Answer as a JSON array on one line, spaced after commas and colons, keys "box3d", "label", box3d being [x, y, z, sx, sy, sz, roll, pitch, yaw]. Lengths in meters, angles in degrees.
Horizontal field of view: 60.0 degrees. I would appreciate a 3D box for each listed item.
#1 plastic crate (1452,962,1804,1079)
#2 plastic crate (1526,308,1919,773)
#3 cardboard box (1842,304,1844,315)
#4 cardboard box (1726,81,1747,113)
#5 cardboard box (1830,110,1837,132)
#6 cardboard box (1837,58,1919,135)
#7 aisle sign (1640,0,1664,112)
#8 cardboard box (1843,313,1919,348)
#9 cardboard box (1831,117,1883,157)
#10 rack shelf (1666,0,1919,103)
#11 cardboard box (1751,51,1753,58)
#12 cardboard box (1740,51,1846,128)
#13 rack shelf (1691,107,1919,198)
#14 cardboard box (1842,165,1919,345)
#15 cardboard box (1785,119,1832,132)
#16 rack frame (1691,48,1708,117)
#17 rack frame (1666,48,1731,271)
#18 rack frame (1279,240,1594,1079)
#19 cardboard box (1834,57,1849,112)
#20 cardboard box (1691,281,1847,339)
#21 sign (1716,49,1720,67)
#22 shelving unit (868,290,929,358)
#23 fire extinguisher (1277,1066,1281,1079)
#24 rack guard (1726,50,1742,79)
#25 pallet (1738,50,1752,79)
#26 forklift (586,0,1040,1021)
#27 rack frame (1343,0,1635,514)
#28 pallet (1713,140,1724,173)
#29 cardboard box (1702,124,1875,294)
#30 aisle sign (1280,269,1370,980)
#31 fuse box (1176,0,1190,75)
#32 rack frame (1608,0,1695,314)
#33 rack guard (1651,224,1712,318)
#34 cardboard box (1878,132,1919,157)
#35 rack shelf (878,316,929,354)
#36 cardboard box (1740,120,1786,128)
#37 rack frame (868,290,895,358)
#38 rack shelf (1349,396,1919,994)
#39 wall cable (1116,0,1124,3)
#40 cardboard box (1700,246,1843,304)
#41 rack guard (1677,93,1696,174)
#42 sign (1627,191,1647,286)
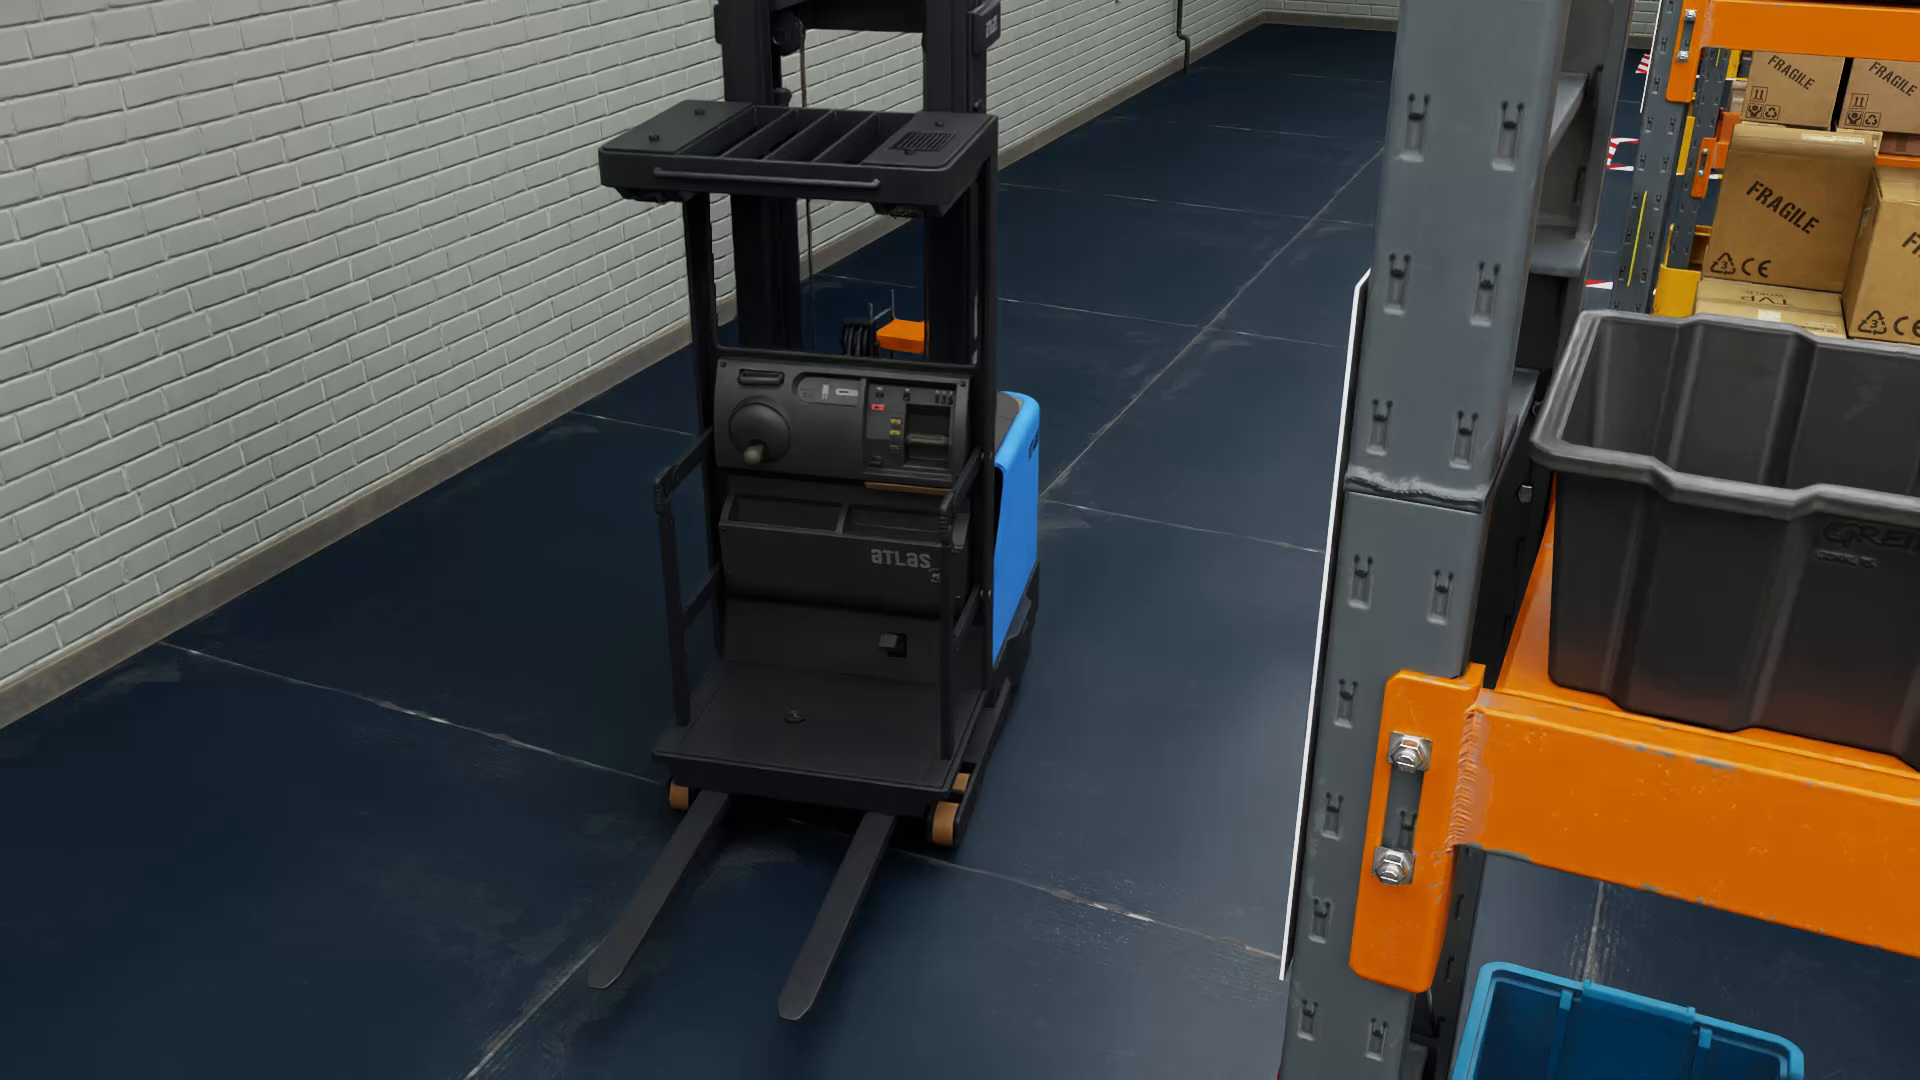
[{"box3d": [1.004, 1.053, 2.607, 0.499, 0.435, 0.616, 11, 28, 22], "label": "plastic crate"}, {"box3d": [0.857, 0.005, 1.595, 0.590, 0.269, 0.497, 11, 28, 22], "label": "plastic crate"}, {"box3d": [3.685, -0.873, 6.460, 0.500, 0.250, 0.500, 11, 28, 21], "label": "cardboard box"}, {"box3d": [7.417, -3.825, 15.048, 0.875, 0.438, 0.875, 10, 28, 20], "label": "cardboard box"}, {"box3d": [5.677, -2.698, 10.619, 0.250, 0.149, 0.380, 11, 28, 21], "label": "cardboard box"}, {"box3d": [5.610, -2.755, 10.000, 0.500, 0.500, 0.500, 11, 28, 22], "label": "cardboard box"}, {"box3d": [2.483, -1.940, 5.852, 0.004, 0.787, 0.394, 11, 28, 22], "label": "aisle sign"}, {"box3d": [3.474, -0.659, 6.026, 0.500, 0.250, 0.500, 11, 28, 21], "label": "cardboard box"}, {"box3d": [5.448, -2.453, 10.121, 0.250, 0.149, 0.380, 11, 28, 20], "label": "cardboard box"}, {"box3d": [4.493, -1.539, 5.398, 4.000, 0.370, 1.077, 11, 28, 22], "label": "rack shelf"}, {"box3d": [9.343, -5.781, 18.947, 0.637, 0.503, 0.797, 10, 28, 20], "label": "cardboard box"}, {"box3d": [5.112, -2.843, 10.178, 0.500, 0.500, 0.500, 13, 29, 24], "label": "cardboard box"}, {"box3d": [6.638, -2.169, 10.074, 4.000, 0.370, 1.077, 11, 28, 22], "label": "rack shelf"}, {"box3d": [3.453, -0.996, 5.862, 0.500, 0.500, 0.500, 11, 28, 21], "label": "cardboard box"}, {"box3d": [5.226, -2.524, 10.265, 0.250, 0.149, 0.380, 12, 29, 24], "label": "cardboard box"}, {"box3d": [6.775, -4.866, 14.738, 0.127, 3.000, 1.000, 11, 28, 22], "label": "rack frame"}, {"box3d": [4.818, -2.857, 10.658, 0.127, 3.000, 1.000, 11, 28, 22], "label": "rack frame"}, {"box3d": [0.622, 1.110, 2.600, 0.127, 3.000, 1.000, 11, 28, 22], "label": "rack frame"}, {"box3d": [5.800, -2.961, 10.418, 0.500, 0.500, 0.500, 11, 28, 21], "label": "cardboard box"}, {"box3d": [2.998, -0.751, 6.213, 0.500, 0.250, 0.500, 11, 28, 20], "label": "cardboard box"}, {"box3d": [4.593, -3.028, 10.023, 0.005, 0.325, 0.100, 11, 28, 22], "label": "sign"}, {"box3d": [-0.151, -0.569, 8.046, 0.503, 1.200, 0.258, 11, 28, 22], "label": "shelving unit"}, {"box3d": [0.673, 1.102, 3.126, 0.183, 0.674, 0.296, 11, 28, 22], "label": "fire extinguisher"}, {"box3d": [8.895, -5.727, 19.317, 0.348, 0.500, 1.175, 11, 28, 22], "label": "rack guard"}, {"box3d": [9.621, -5.452, 19.086, 1.213, 0.211, 1.003, 11, 28, 22], "label": "pallet"}, {"box3d": [-0.470, -0.390, 5.723, 1.130, 2.935, 3.031, 6, 27, 11], "label": "forklift"}, {"box3d": [0.622, -1.582, 1.275, 0.127, 3.000, 1.000, 11, 28, 22], "label": "rack frame"}, {"box3d": [7.535, -3.500, 15.121, 1.213, 0.211, 1.003, 11, 28, 22], "label": "pallet"}, {"box3d": [3.225, -1.301, 6.480, 0.500, 0.500, 0.500, 12, 29, 22], "label": "cardboard box"}, {"box3d": [0.434, 0.050, 1.810, 0.004, 0.787, 0.394, 11, 28, 22], "label": "aisle sign"}, {"box3d": [2.634, -6.128, 18.759, 0.414, 1.711, 0.539, 11, 28, 22], "label": "fuse box"}, {"box3d": [2.672, -0.882, 6.645, 0.127, 3.000, 1.000, 11, 28, 22], "label": "rack frame"}, {"box3d": [4.887, -1.722, 11.182, 0.348, 0.500, 1.175, 11, 28, 22], "label": "rack guard"}, {"box3d": [5.741, -2.461, 10.137, 0.250, 0.149, 0.380, 13, 29, 24], "label": "cardboard box"}, {"box3d": [-0.151, -0.921, 7.873, 0.480, 0.148, 0.258, 11, 28, 22], "label": "rack shelf"}, {"box3d": [4.977, -2.554, 10.325, 0.250, 0.149, 0.380, 11, 28, 21], "label": "cardboard box"}, {"box3d": [-0.373, -0.613, 8.137, 0.015, 1.200, 0.240, 11, 28, 22], "label": "rack frame"}, {"box3d": [2.443, 0.453, 1.353, 4.000, 0.370, 1.077, 11, 28, 22], "label": "rack shelf"}, {"box3d": [1.632, -6.358, 16.582, 0.123, 1.953, 0.585, 11, 28, 22], "label": "wall cable"}, {"box3d": [3.223, -0.966, 6.649, 0.500, 0.250, 0.500, 11, 28, 21], "label": "cardboard box"}, {"box3d": [6.753, -3.749, 15.299, 0.348, 0.500, 1.175, 11, 28, 22], "label": "rack guard"}, {"box3d": [2.437, -1.083, 5.985, 0.005, 0.325, 0.100, 11, 28, 22], "label": "sign"}]
